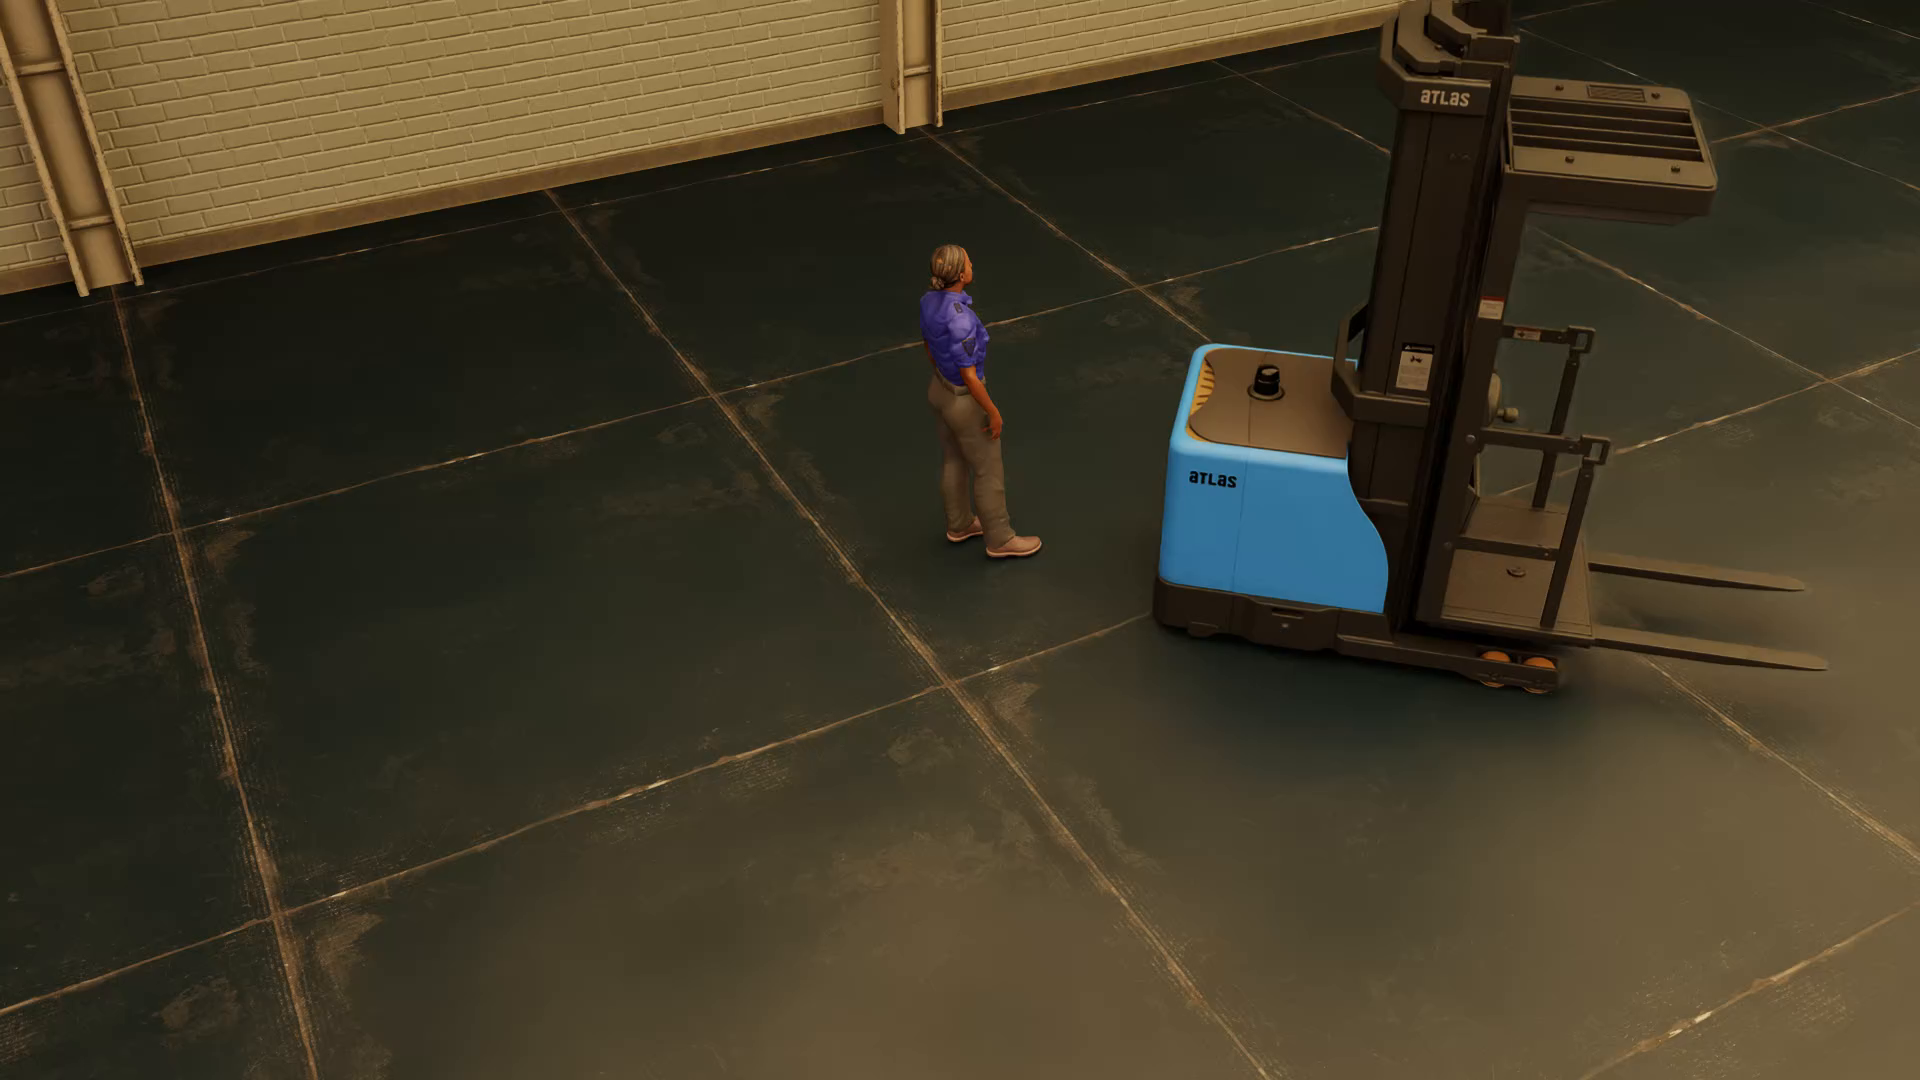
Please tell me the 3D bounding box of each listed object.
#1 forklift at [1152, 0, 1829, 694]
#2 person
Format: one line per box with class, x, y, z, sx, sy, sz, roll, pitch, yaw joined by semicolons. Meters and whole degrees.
forklift;2.503;-0.829;7.296;3.031;2.935;1.130;8;36;11
person;0.087;-0.695;8.199;0.504;1.655;0.569;-17;39;-23
